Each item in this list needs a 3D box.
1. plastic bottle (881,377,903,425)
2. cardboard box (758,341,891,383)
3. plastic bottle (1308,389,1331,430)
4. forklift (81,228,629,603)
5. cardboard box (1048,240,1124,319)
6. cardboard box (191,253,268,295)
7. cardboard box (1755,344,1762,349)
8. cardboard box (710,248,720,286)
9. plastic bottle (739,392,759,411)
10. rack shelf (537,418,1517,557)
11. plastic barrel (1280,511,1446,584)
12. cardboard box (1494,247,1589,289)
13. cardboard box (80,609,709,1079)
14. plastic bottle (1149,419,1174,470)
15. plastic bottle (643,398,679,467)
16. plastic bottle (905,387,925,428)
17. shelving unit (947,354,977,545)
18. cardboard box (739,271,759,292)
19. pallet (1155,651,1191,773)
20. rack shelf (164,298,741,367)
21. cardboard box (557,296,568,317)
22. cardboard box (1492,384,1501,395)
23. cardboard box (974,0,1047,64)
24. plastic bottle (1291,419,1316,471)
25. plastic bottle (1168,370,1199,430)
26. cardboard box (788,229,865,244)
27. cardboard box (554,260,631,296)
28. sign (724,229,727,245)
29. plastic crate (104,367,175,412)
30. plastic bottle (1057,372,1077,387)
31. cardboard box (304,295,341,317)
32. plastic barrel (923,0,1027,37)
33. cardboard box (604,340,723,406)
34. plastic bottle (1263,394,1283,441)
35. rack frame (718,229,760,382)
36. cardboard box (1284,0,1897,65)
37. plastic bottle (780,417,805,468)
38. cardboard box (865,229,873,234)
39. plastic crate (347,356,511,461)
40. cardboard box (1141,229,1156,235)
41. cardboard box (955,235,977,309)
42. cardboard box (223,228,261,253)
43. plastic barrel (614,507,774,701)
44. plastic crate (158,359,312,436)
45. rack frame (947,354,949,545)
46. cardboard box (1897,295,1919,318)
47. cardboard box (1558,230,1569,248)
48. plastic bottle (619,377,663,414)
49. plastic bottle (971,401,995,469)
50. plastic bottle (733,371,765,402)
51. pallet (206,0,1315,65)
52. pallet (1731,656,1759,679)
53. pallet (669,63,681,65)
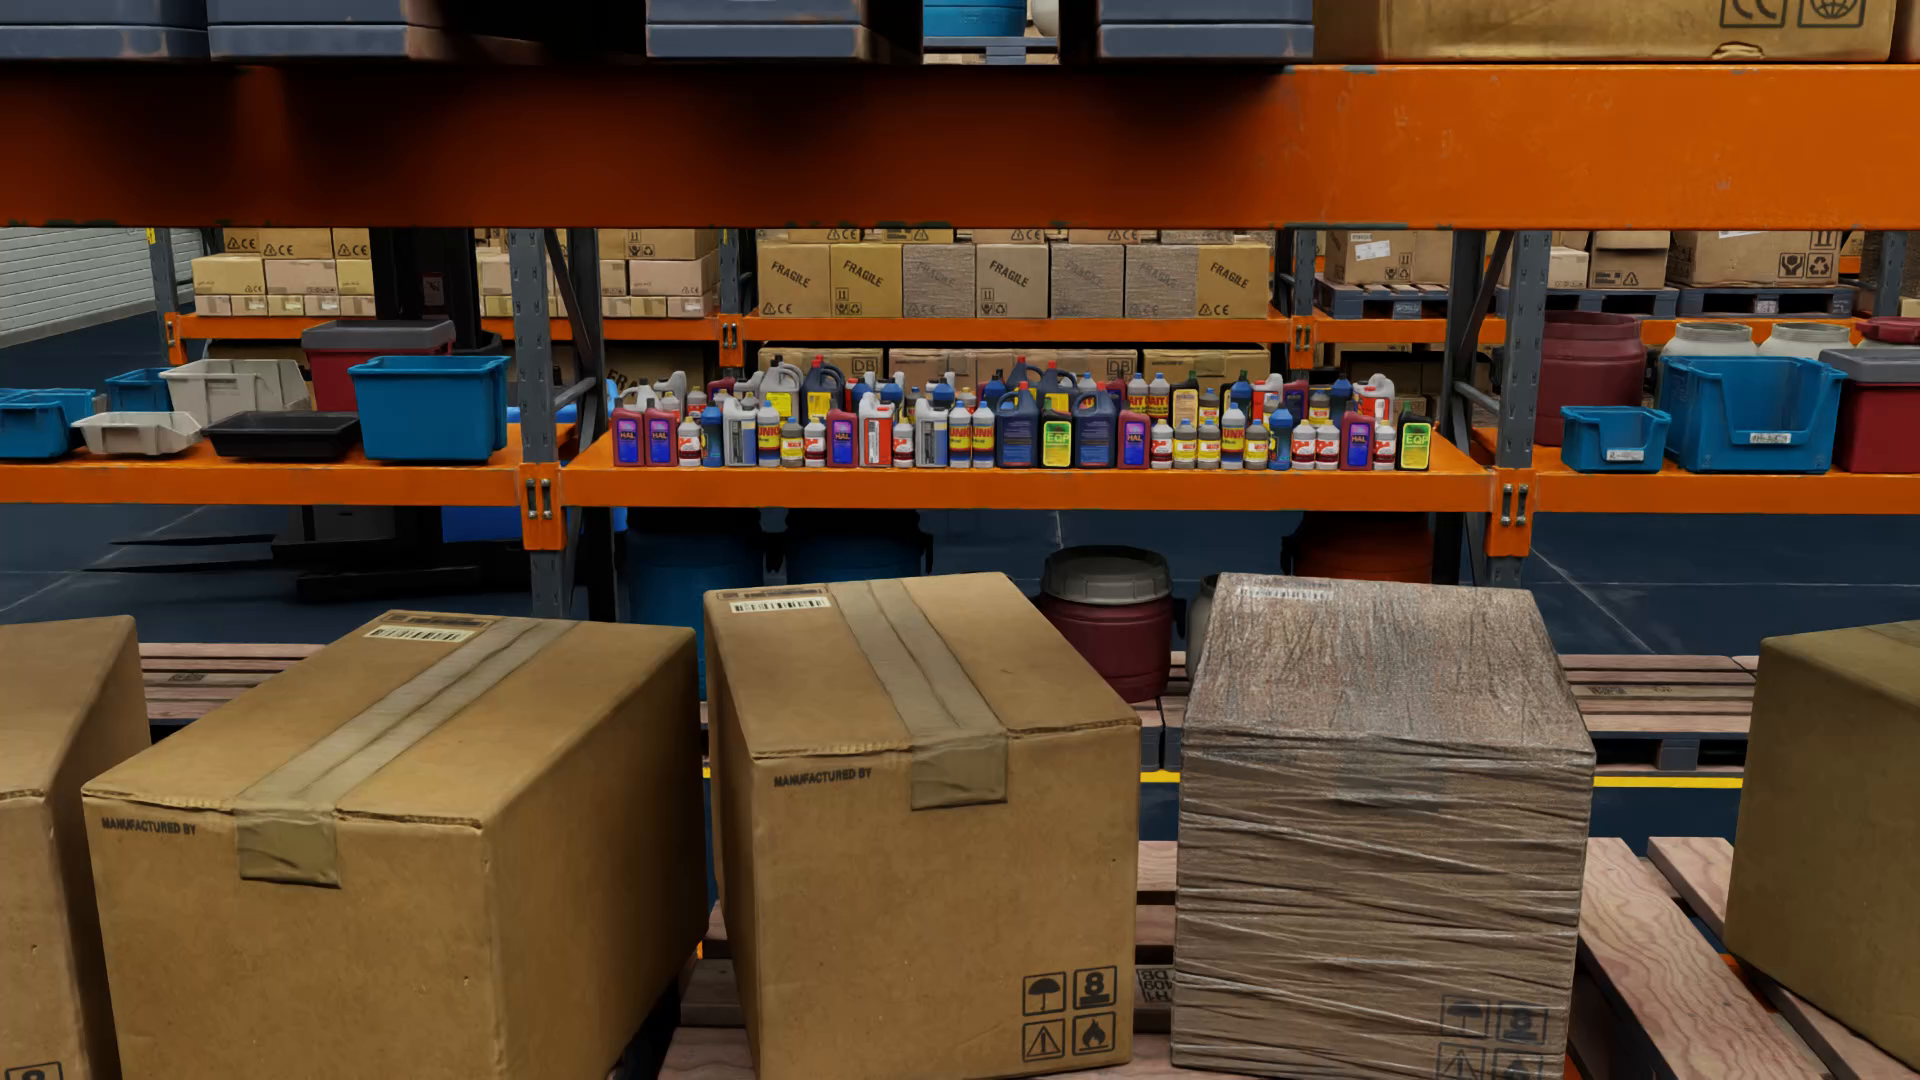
[{"bbox_3d":[-0.305,-0.594,7.462,0.097,0.271,0.097,0,15,0],"label":"plastic bottle"},{"bbox_3d":[-0.960,-1.054,12.297,0.875,0.875,1.225,0,15,2],"label":"cardboard box"},{"bbox_3d":[1.635,-0.586,7.570,0.097,0.201,0.097,0,15,0],"label":"plastic bottle"},{"bbox_3d":[-3.534,-1.205,9.662,3.031,2.935,1.130,-3,15,-13],"label":"forklift"},{"bbox_3d":[0.881,-1.847,11.765,0.500,0.500,0.500,0,15,0],"label":"cardboard box"},{"bbox_3d":[-5.126,-1.903,11.883,0.500,0.250,0.500,0,15,0],"label":"cardboard box"},{"bbox_3d":[8.153,-2.238,16.786,0.875,0.875,0.875,0,15,2],"label":"cardboard box"},{"bbox_3d":[-2.063,-2.019,12.322,0.500,0.250,0.500,0,15,0],"label":"cardboard box"},{"bbox_3d":[-0.944,-0.564,7.487,0.097,0.201,0.097,0,15,0],"label":"plastic bottle"},{"bbox_3d":[0.273,-0.253,7.331,4.000,0.370,1.077,0,15,1],"label":"rack shelf"},{"bbox_3d":[1.782,0.259,7.409,0.708,0.830,0.600,0,15,1],"label":"plastic barrel"},{"bbox_3d":[4.068,-1.912,11.679,0.500,0.250,0.500,0,15,0],"label":"cardboard box"},{"bbox_3d":[-0.700,0.446,2.251,0.500,0.500,0.700,3,15,10],"label":"cardboard box"},{"bbox_3d":[0.830,-0.397,6.856,0.097,0.201,0.097,0,15,0],"label":"plastic bottle"},{"bbox_3d":[-1.238,-0.446,6.879,0.133,0.283,0.061,0,15,1],"label":"plastic bottle"},{"bbox_3d":[-0.204,-0.598,7.615,0.097,0.201,0.097,0,15,0],"label":"plastic bottle"},{"bbox_3d":[0.014,-0.580,10.687,0.189,1.200,0.258,0,15,1],"label":"shelving unit"},{"bbox_3d":[-2.867,-3.406,22.069,0.875,0.438,0.875,0,15,0],"label":"cardboard box"},{"bbox_3d":[1.483,0.766,7.525,1.213,0.211,1.003,0,15,1],"label":"pallet"},{"bbox_3d":[-3.600,-1.543,12.217,4.000,0.370,1.077,0,15,1],"label":"rack shelf"},{"bbox_3d":[-2.684,-1.679,11.818,0.250,0.149,0.380,1,15,2],"label":"cardboard box"},{"bbox_3d":[4.191,-0.854,12.234,0.500,0.500,0.700,2,15,6],"label":"cardboard box"},{"bbox_3d":[0.356,-3.563,11.558,0.637,0.503,0.797,0,15,1],"label":"cardboard box"},{"bbox_3d":[1.414,-0.394,6.841,0.097,0.201,0.097,0,15,0],"label":"plastic bottle"},{"bbox_3d":[1.022,-0.634,7.592,0.133,0.283,0.061,0,15,1],"label":"plastic bottle"},{"bbox_3d":[-0.961,-2.409,11.928,0.637,0.503,0.797,0,15,0],"label":"cardboard box"},{"bbox_3d":[-2.566,-1.887,11.825,0.500,0.250,0.500,1,15,3],"label":"cardboard box"},{"bbox_3d":[-1.613,-2.193,11.419,0.005,0.325,0.100,0,15,1],"label":"sign"},{"bbox_3d":[-3.666,-0.640,7.598,0.300,0.233,0.416,0,15,1],"label":"plastic crate"},{"bbox_3d":[0.461,-0.623,7.563,0.135,0.276,0.152,0,15,1],"label":"plastic bottle"},{"bbox_3d":[-4.479,-1.691,11.863,0.250,0.149,0.380,0,15,1],"label":"cardboard box"},{"bbox_3d":[-0.017,-2.538,6.894,0.708,0.901,0.600,0,15,1],"label":"plastic barrel"},{"bbox_3d":[-2.258,-1.078,12.387,0.875,0.875,0.875,0,15,1],"label":"cardboard box"},{"bbox_3d":[1.401,-0.549,7.429,0.097,0.201,0.097,0,15,0],"label":"plastic bottle"},{"bbox_3d":[-1.600,-1.877,12.076,0.127,3.000,1.000,0,15,1],"label":"rack frame"},{"bbox_3d":[0.675,-0.825,2.010,0.500,0.500,0.910,0,15,1],"label":"cardboard box"},{"bbox_3d":[-0.695,-0.407,6.893,0.097,0.201,0.097,0,15,0],"label":"plastic bottle"},{"bbox_3d":[-0.990,-3.103,16.392,0.250,0.149,0.380,0,15,-1],"label":"cardboard box"},{"bbox_3d":[-2.202,-0.552,6.965,0.575,0.384,0.392,0,15,1],"label":"plastic crate"},{"bbox_3d":[1.873,-3.085,16.323,0.250,0.149,0.380,0,15,1],"label":"cardboard box"},{"bbox_3d":[-0.109,-1.986,12.291,0.500,0.500,0.500,0,15,1],"label":"cardboard box"},{"bbox_3d":[-5.105,-2.401,12.302,0.500,0.500,0.500,1,15,2],"label":"cardboard box"},{"bbox_3d":[-1.183,0.205,7.473,0.708,0.901,0.600,0,15,1],"label":"plastic barrel"},{"bbox_3d":[-3.248,-0.643,7.512,0.530,0.282,0.437,0,15,1],"label":"plastic crate"},{"bbox_3d":[-0.077,-0.581,10.689,0.006,1.200,0.240,0,15,1],"label":"rack frame"},{"bbox_3d":[6.604,-1.626,11.615,0.250,0.149,0.380,0,15,1],"label":"cardboard box"},{"bbox_3d":[6.096,-3.073,16.412,0.500,0.500,0.500,0,15,1],"label":"cardboard box"},{"bbox_3d":[-1.343,-0.505,6.972,0.185,0.351,0.144,0,15,1],"label":"plastic bottle"},{"bbox_3d":[0.096,-0.436,6.865,0.097,0.271,0.097,0,15,0],"label":"plastic bottle"},{"bbox_3d":[-0.959,-0.632,7.598,0.135,0.276,0.152,0,15,1],"label":"plastic bottle"},{"bbox_3d":[-0.170,-0.683,2.035,1.003,0.211,1.213,0,15,1],"label":"pallet"},{"bbox_3d":[4.262,0.784,7.456,1.213,0.211,1.003,0,15,1],"label":"pallet"},{"bbox_3d":[-0.941,-1.993,7.005,1.003,0.211,1.213,0,15,1],"label":"pallet"}]
